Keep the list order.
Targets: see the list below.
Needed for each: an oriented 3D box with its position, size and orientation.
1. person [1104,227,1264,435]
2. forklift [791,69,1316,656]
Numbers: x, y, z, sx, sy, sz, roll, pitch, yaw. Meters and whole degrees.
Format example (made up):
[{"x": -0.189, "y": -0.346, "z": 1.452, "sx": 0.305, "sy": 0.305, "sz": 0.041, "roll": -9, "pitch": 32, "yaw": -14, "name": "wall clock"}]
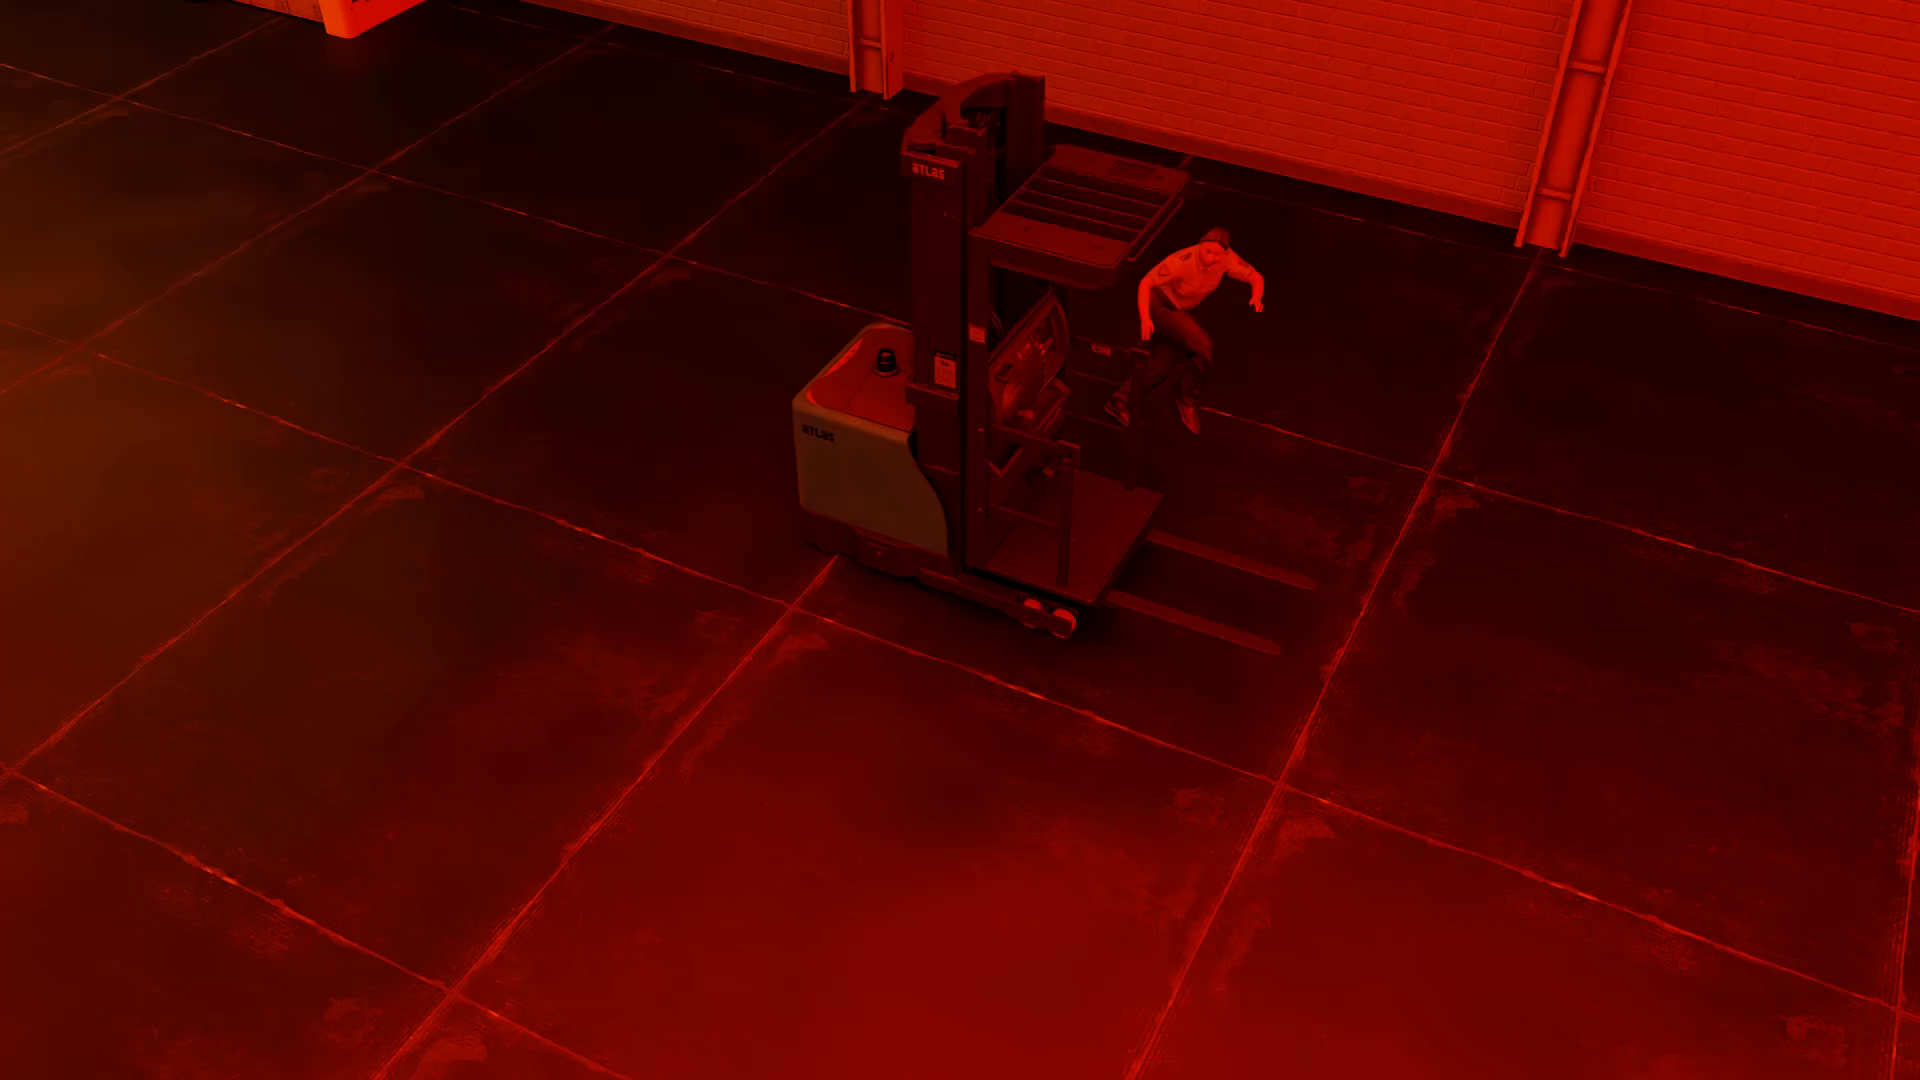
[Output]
[{"x": 1.477, "y": -1.365, "z": 10.787, "sx": 0.878, "sy": 1.418, "sz": 0.922, "roll": 31, "pitch": 49, "yaw": 31, "name": "person"}, {"x": 0.562, "y": -0.950, "z": 9.114, "sx": 3.031, "sy": 2.935, "sz": 1.130, "roll": 18, "pitch": 43, "yaw": 20, "name": "forklift"}]
